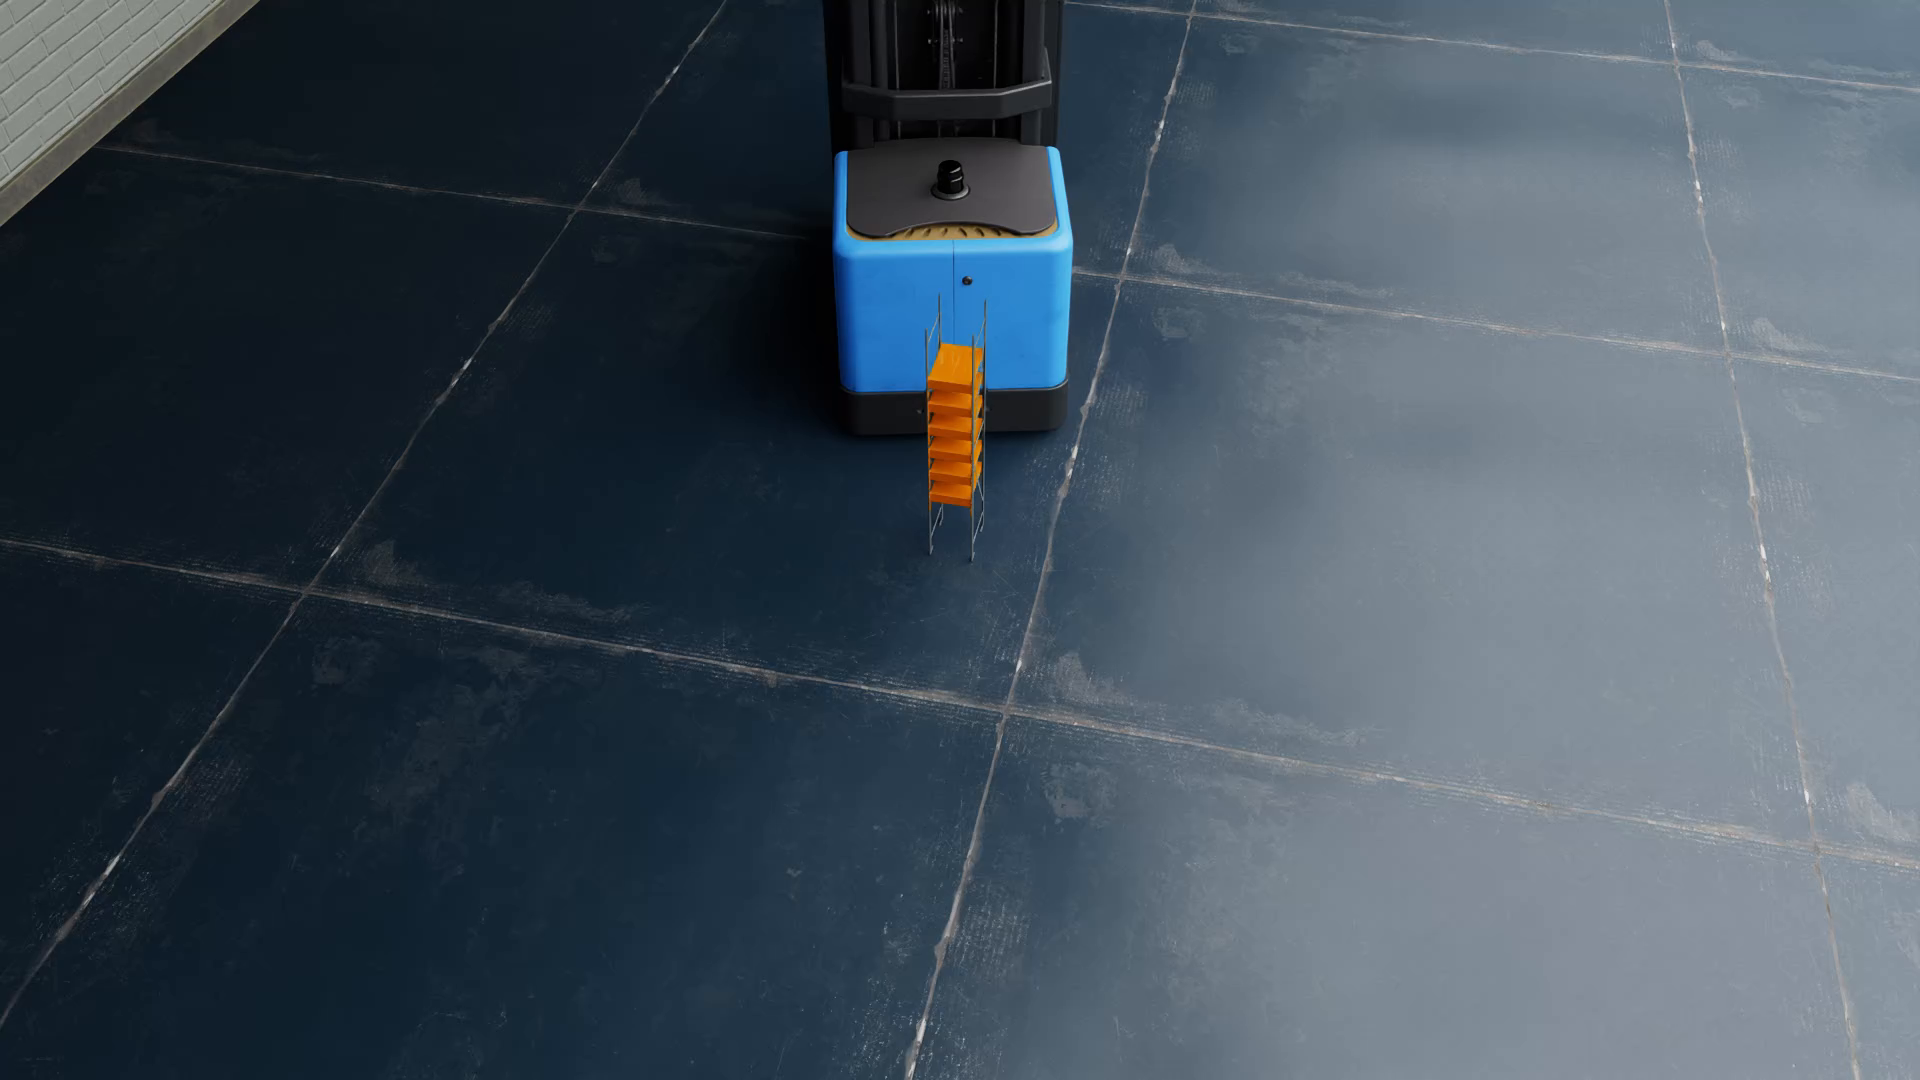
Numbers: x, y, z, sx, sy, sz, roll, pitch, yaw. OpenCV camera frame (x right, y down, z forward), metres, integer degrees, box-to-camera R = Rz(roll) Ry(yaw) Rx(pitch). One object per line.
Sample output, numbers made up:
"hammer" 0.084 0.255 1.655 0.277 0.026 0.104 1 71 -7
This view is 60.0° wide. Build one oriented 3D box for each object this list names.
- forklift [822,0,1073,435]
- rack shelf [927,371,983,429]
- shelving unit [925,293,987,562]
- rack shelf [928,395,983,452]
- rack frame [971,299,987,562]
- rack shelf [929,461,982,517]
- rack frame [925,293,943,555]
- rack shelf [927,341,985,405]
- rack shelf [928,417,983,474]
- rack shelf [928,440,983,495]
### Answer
"forklift" -0.086 -2.544 7.739 1.130 2.935 3.031 -2 44 -2
"rack shelf" -0.014 -0.575 6.661 0.180 0.103 0.258 9 45 9
"shelving unit" -0.014 -0.434 6.796 0.189 1.200 0.258 9 45 9
"rack shelf" -0.014 -0.489 6.744 0.180 0.103 0.258 9 45 9
"rack frame" 0.075 -0.421 6.782 0.006 1.200 0.240 9 45 9
"rack shelf" -0.014 -0.230 6.993 0.180 0.103 0.258 9 45 9
"rack frame" -0.103 -0.448 6.811 0.006 1.200 0.240 9 45 9
"rack shelf" -0.014 -0.662 6.577 0.180 0.103 0.258 9 45 9
"rack shelf" -0.014 -0.402 6.827 0.180 0.103 0.258 9 45 9
"rack shelf" -0.014 -0.316 6.910 0.180 0.103 0.258 9 45 9
